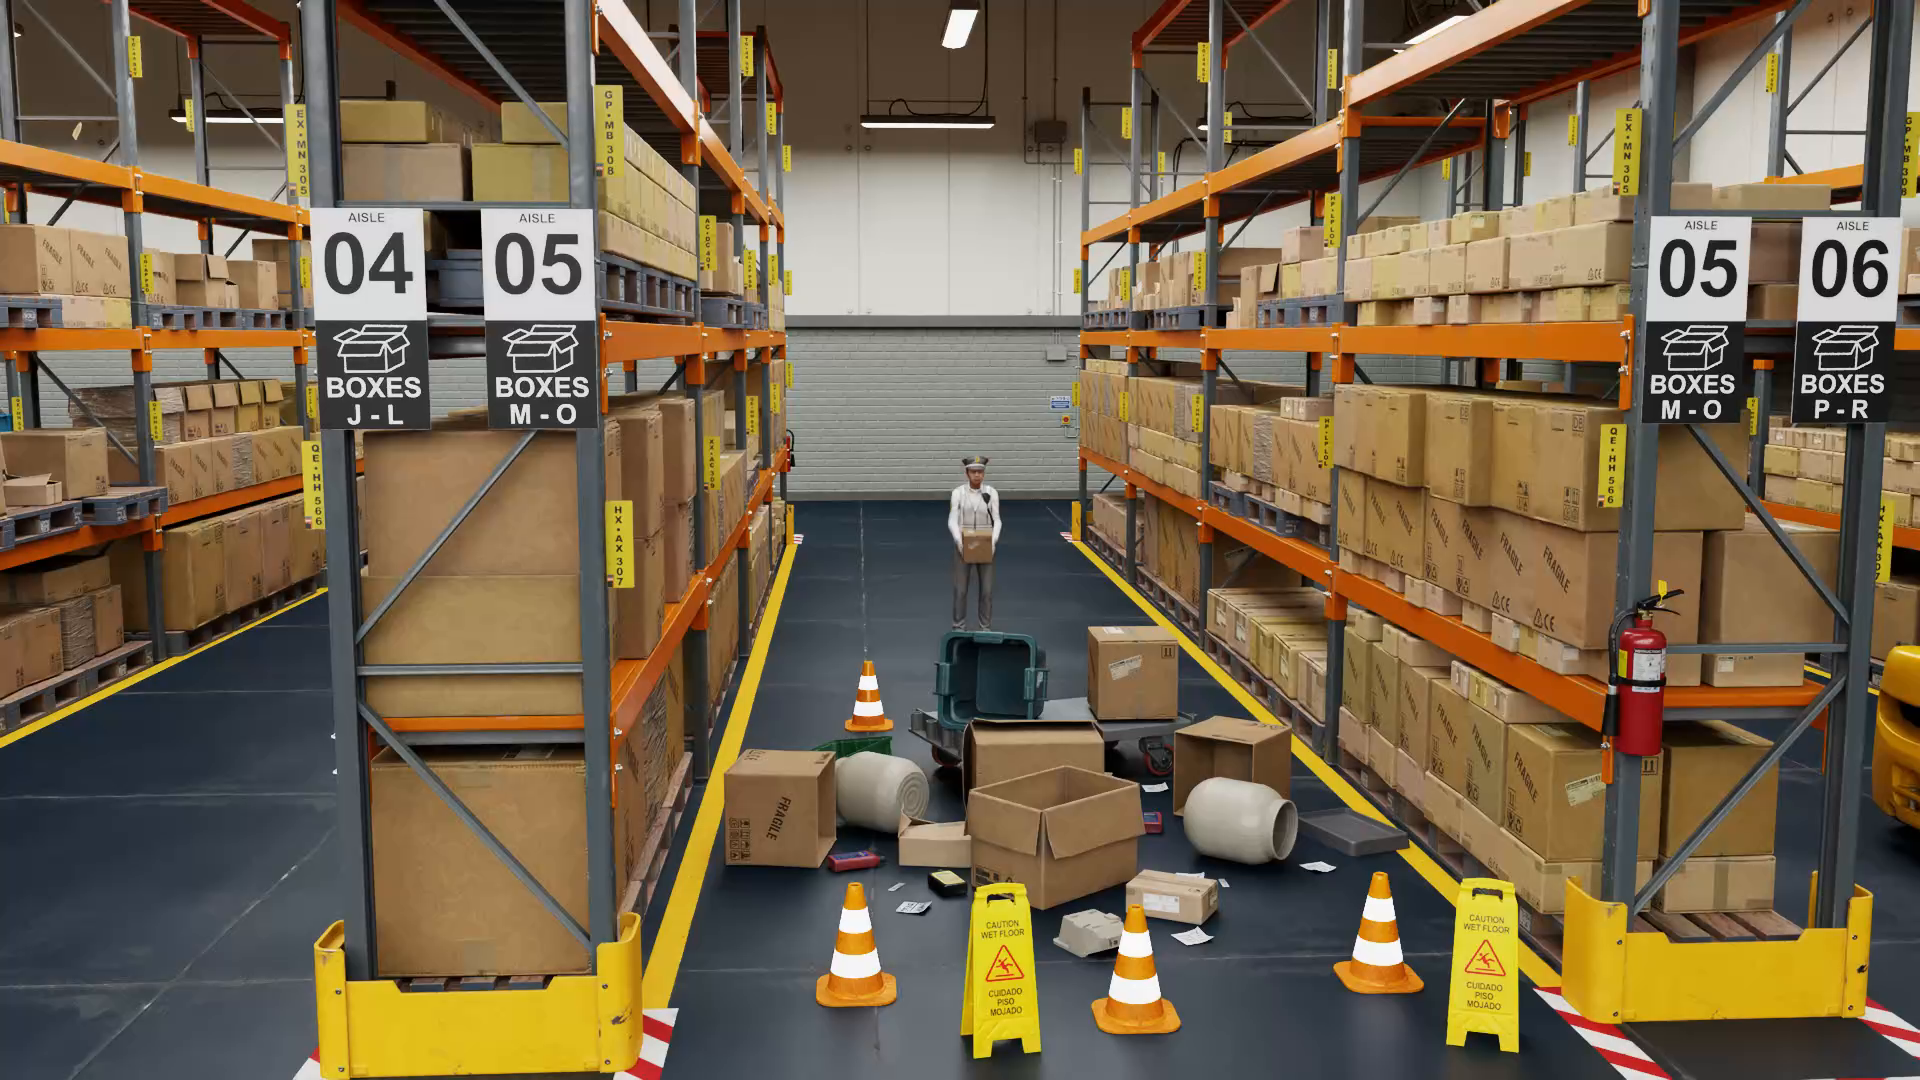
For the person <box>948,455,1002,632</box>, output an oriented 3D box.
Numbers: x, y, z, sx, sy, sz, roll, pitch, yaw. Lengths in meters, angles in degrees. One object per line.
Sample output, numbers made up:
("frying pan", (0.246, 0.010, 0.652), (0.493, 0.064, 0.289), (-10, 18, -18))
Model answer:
("person", (0.138, 0.081, 14.964), (0.494, 1.690, 0.464), (-1, 7, -4))
